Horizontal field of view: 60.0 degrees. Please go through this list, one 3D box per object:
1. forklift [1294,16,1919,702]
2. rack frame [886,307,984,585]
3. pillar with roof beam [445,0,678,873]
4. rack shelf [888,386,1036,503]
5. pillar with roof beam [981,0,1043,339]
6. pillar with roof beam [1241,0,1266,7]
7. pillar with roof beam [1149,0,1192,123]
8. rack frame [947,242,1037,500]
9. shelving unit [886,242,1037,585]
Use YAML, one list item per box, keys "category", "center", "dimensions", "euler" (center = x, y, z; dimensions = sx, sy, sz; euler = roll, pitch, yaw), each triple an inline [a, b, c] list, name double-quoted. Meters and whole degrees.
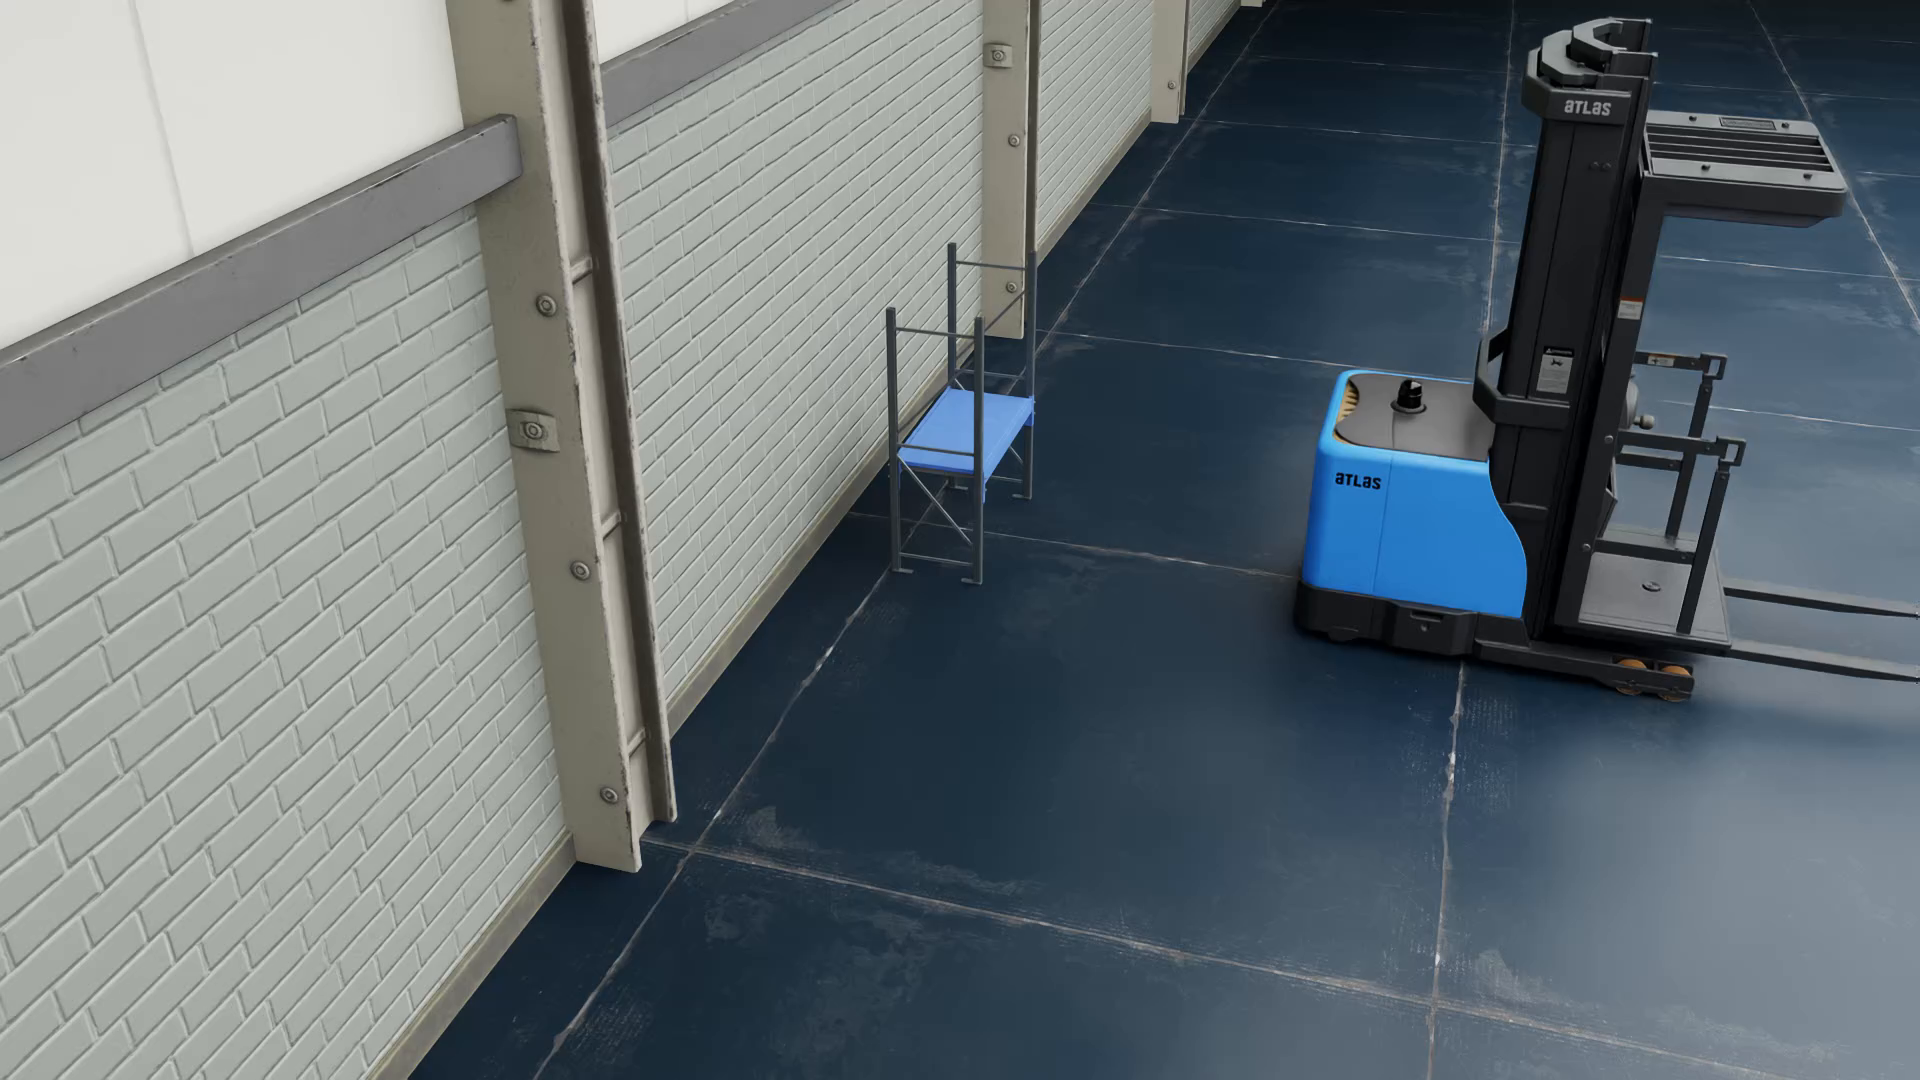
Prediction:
- category: "forklift"
  center: [3.262, -0.805, 7.683]
  dimensions: [3.031, 2.935, 1.130]
  euler: [9, 30, 15]
- category: "rack frame"
  center: [-0.124, -0.459, 8.532]
  dimensions: [0.500, 1.500, 0.032]
  euler: [8, 30, 15]
- category: "pillar with roof beam"
  center: [2.701, -2.070, 3.714]
  dimensions: [9.100, 9.000, 0.400]
  euler: [8, 30, 15]
- category: "rack shelf"
  center: [0.025, -0.538, 9.044]
  dimensions: [0.538, 0.185, 1.000]
  euler: [8, 30, 15]
- category: "pillar with roof beam"
  center: [4.463, -4.858, 8.726]
  dimensions: [9.100, 9.000, 0.400]
  euler: [8, 30, 15]
- category: "pillar with roof beam"
  center: [7.985, -10.435, 18.751]
  dimensions: [9.100, 9.000, 0.400]
  euler: [8, 30, 15]
- category: "pillar with roof beam"
  center: [6.224, -7.646, 13.739]
  dimensions: [9.100, 9.000, 0.400]
  euler: [8, 30, 15]
- category: "rack frame"
  center: [0.174, -0.931, 9.381]
  dimensions: [0.500, 1.500, 0.032]
  euler: [8, 30, 15]
- category: "shelving unit"
  center: [0.025, -0.695, 8.957]
  dimensions: [0.538, 1.500, 1.048]
  euler: [8, 30, 15]
